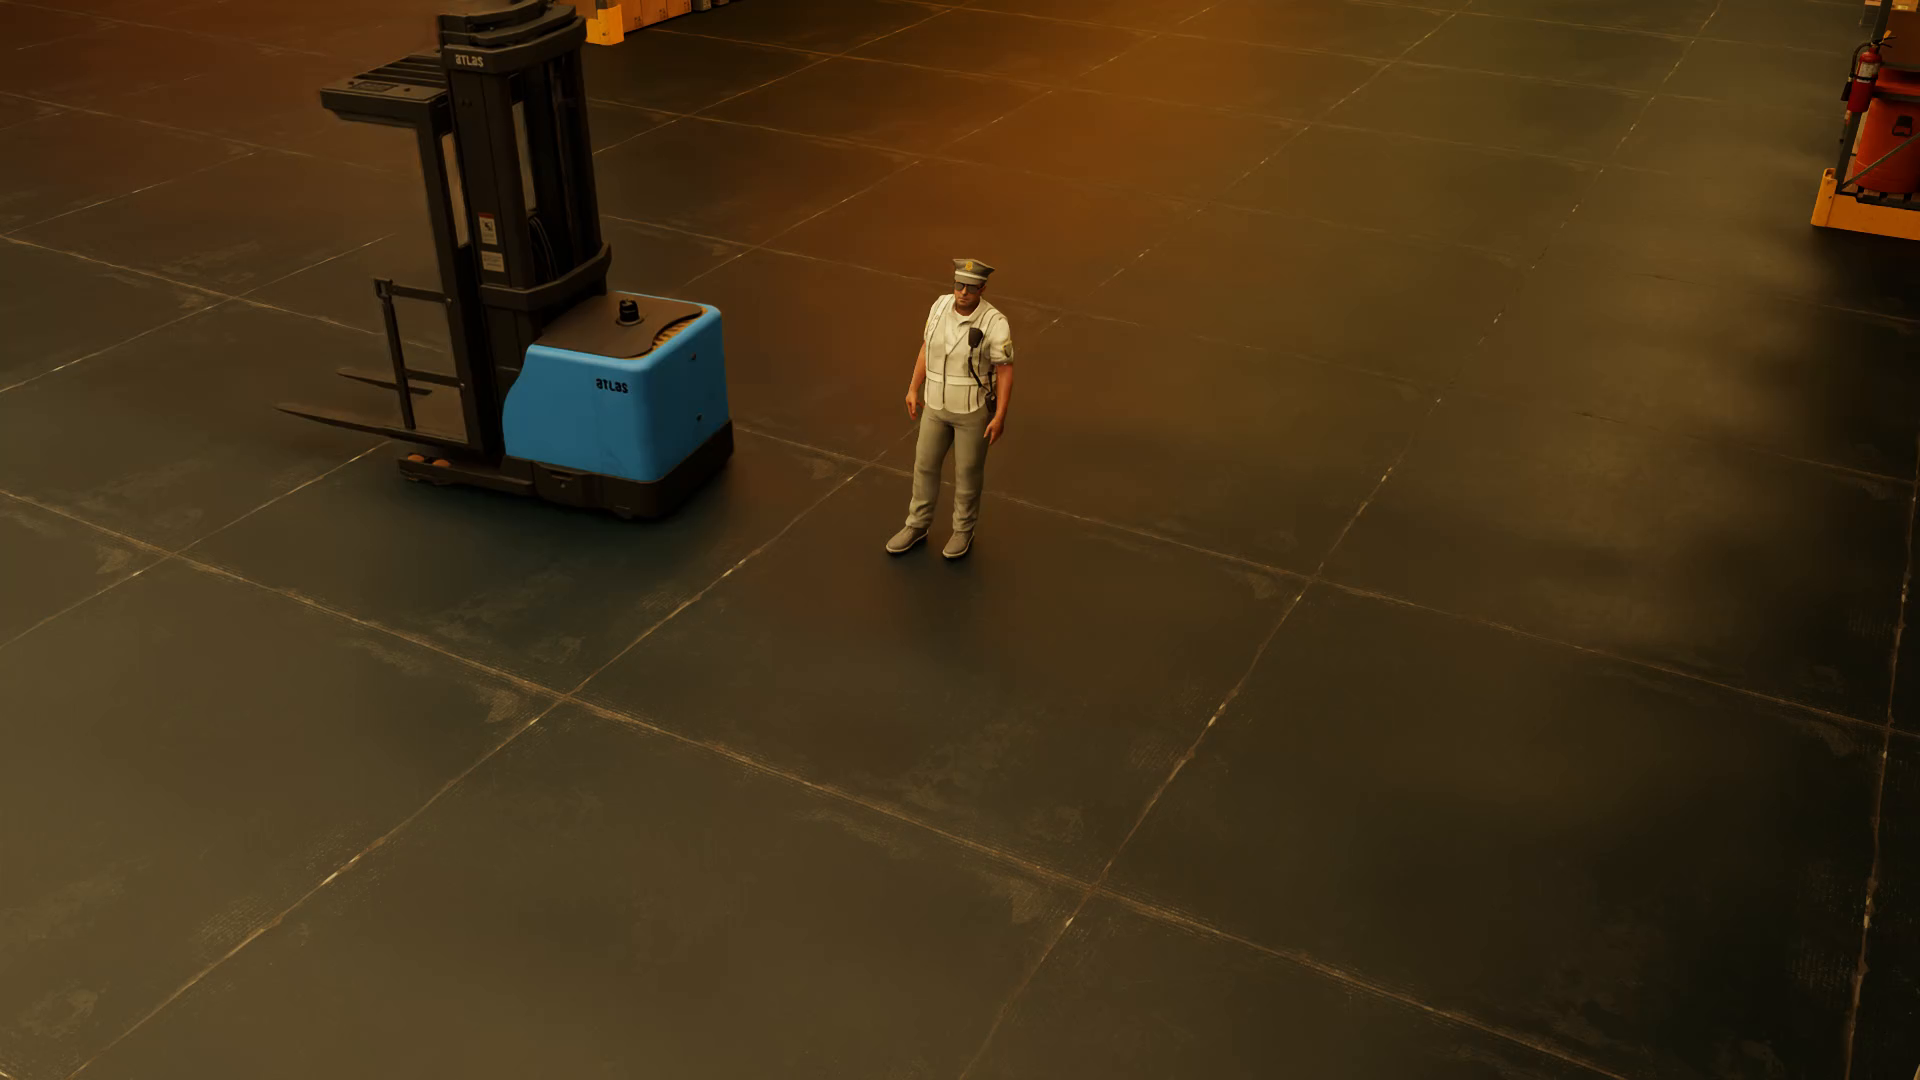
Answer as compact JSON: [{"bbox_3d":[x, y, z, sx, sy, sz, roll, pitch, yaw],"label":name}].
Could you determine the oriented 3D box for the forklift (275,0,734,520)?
[{"bbox_3d":[-3.046,-1.846,10.270,3.031,2.935,1.130,11,32,18],"label":"forklift"}]

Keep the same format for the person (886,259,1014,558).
[{"bbox_3d":[-0.048,-0.747,9.499,0.641,1.780,0.574,15,33,25],"label":"person"}]
